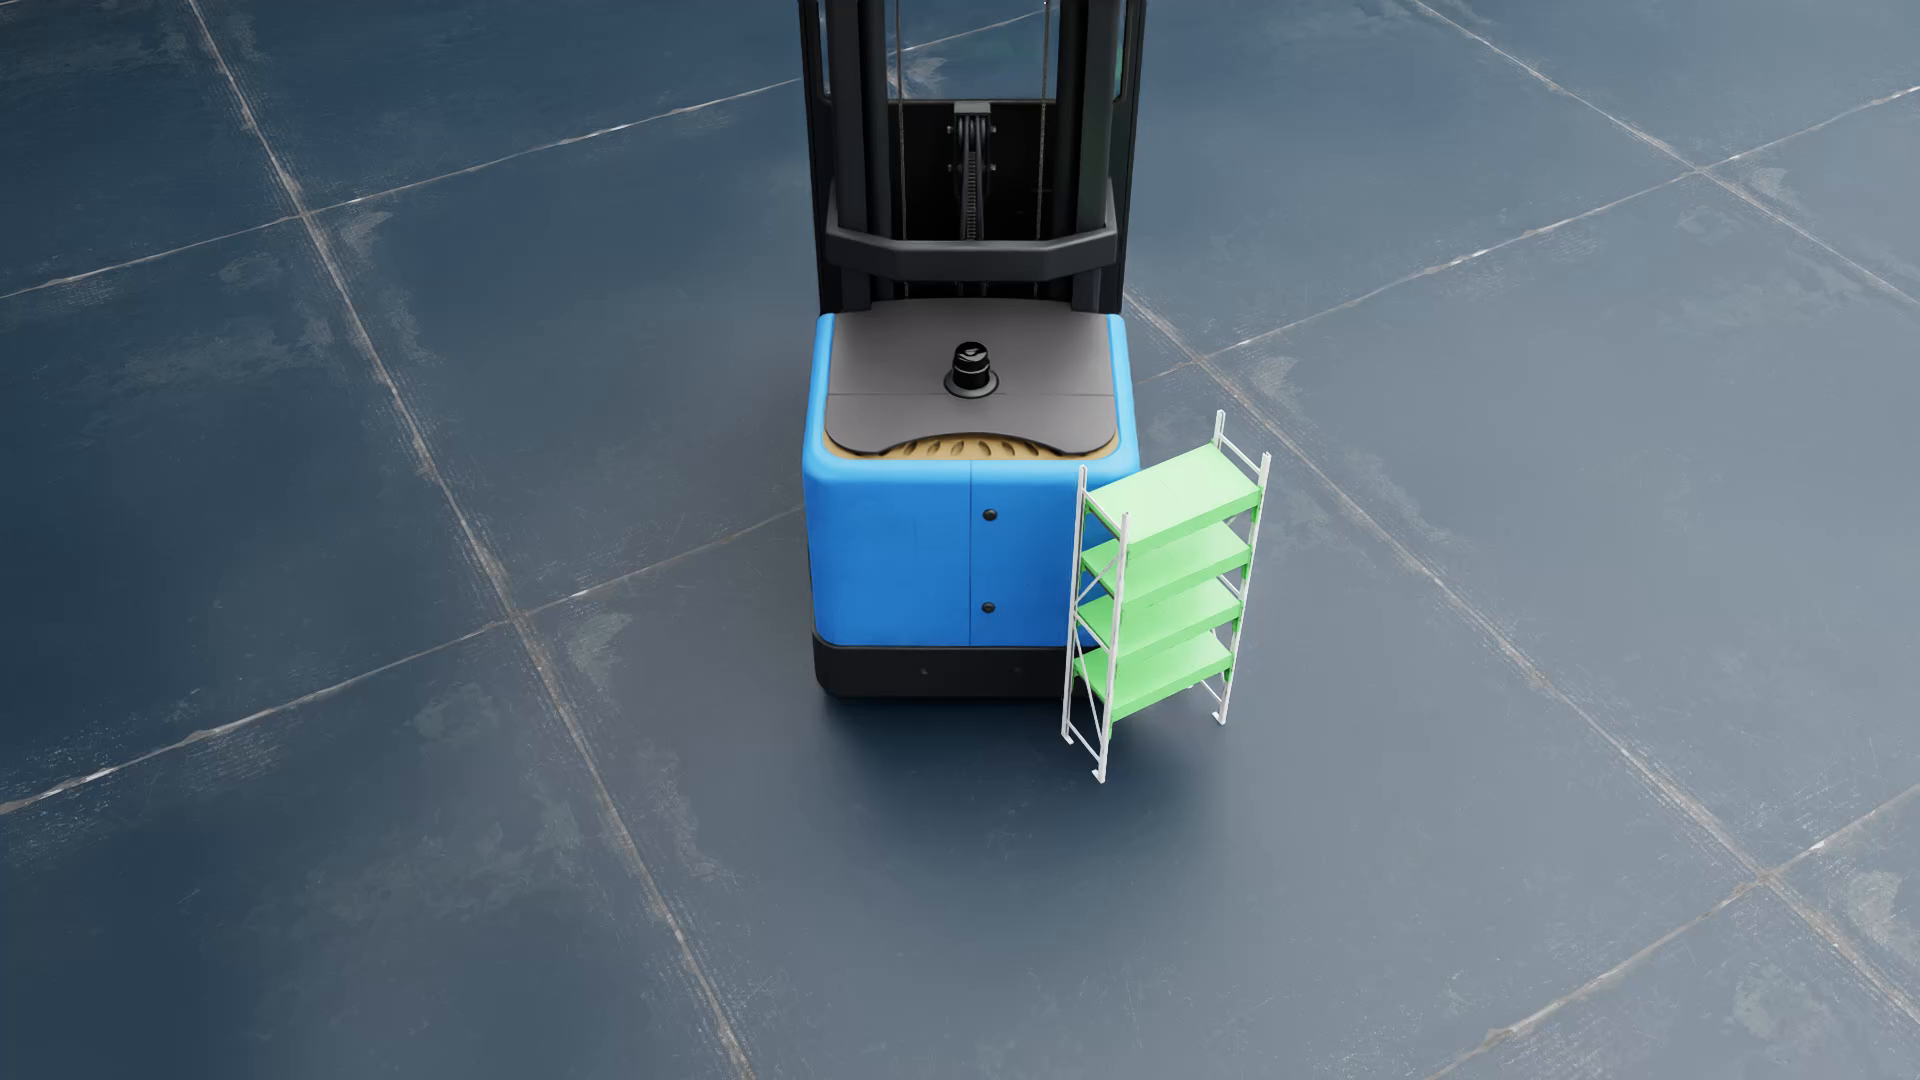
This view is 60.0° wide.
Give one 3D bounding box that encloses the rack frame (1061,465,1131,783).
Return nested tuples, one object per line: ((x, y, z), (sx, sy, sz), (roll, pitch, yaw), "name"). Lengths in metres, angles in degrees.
((0.406, 0.290, 5.090), (0.015, 1.200, 0.240), (-22, 48, -21), "rack frame")

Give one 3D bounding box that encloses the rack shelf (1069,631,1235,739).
((0.617, 0.423, 5.389), (0.480, 0.148, 0.258), (-22, 48, -21), "rack shelf")

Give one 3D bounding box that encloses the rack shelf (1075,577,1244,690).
((0.617, 0.250, 5.222), (0.480, 0.148, 0.258), (-22, 48, -21), "rack shelf")

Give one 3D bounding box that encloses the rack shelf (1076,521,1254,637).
((0.617, 0.078, 5.055), (0.480, 0.148, 0.258), (-22, 48, -21), "rack shelf")

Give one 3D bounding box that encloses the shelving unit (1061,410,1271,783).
((0.617, 0.205, 5.178), (0.503, 1.200, 0.258), (-22, 48, -21), "shelving unit")

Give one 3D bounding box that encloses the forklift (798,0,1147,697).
((0.040, -1.527, 5.718), (1.130, 2.935, 3.031), (0, 44, 0), "forklift")

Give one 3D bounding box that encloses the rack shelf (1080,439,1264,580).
((0.617, -0.094, 4.888), (0.480, 0.148, 0.258), (-22, 48, -21), "rack shelf")

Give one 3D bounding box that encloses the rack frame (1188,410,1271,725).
((0.828, 0.119, 5.266), (0.015, 1.200, 0.240), (-22, 48, -21), "rack frame")
